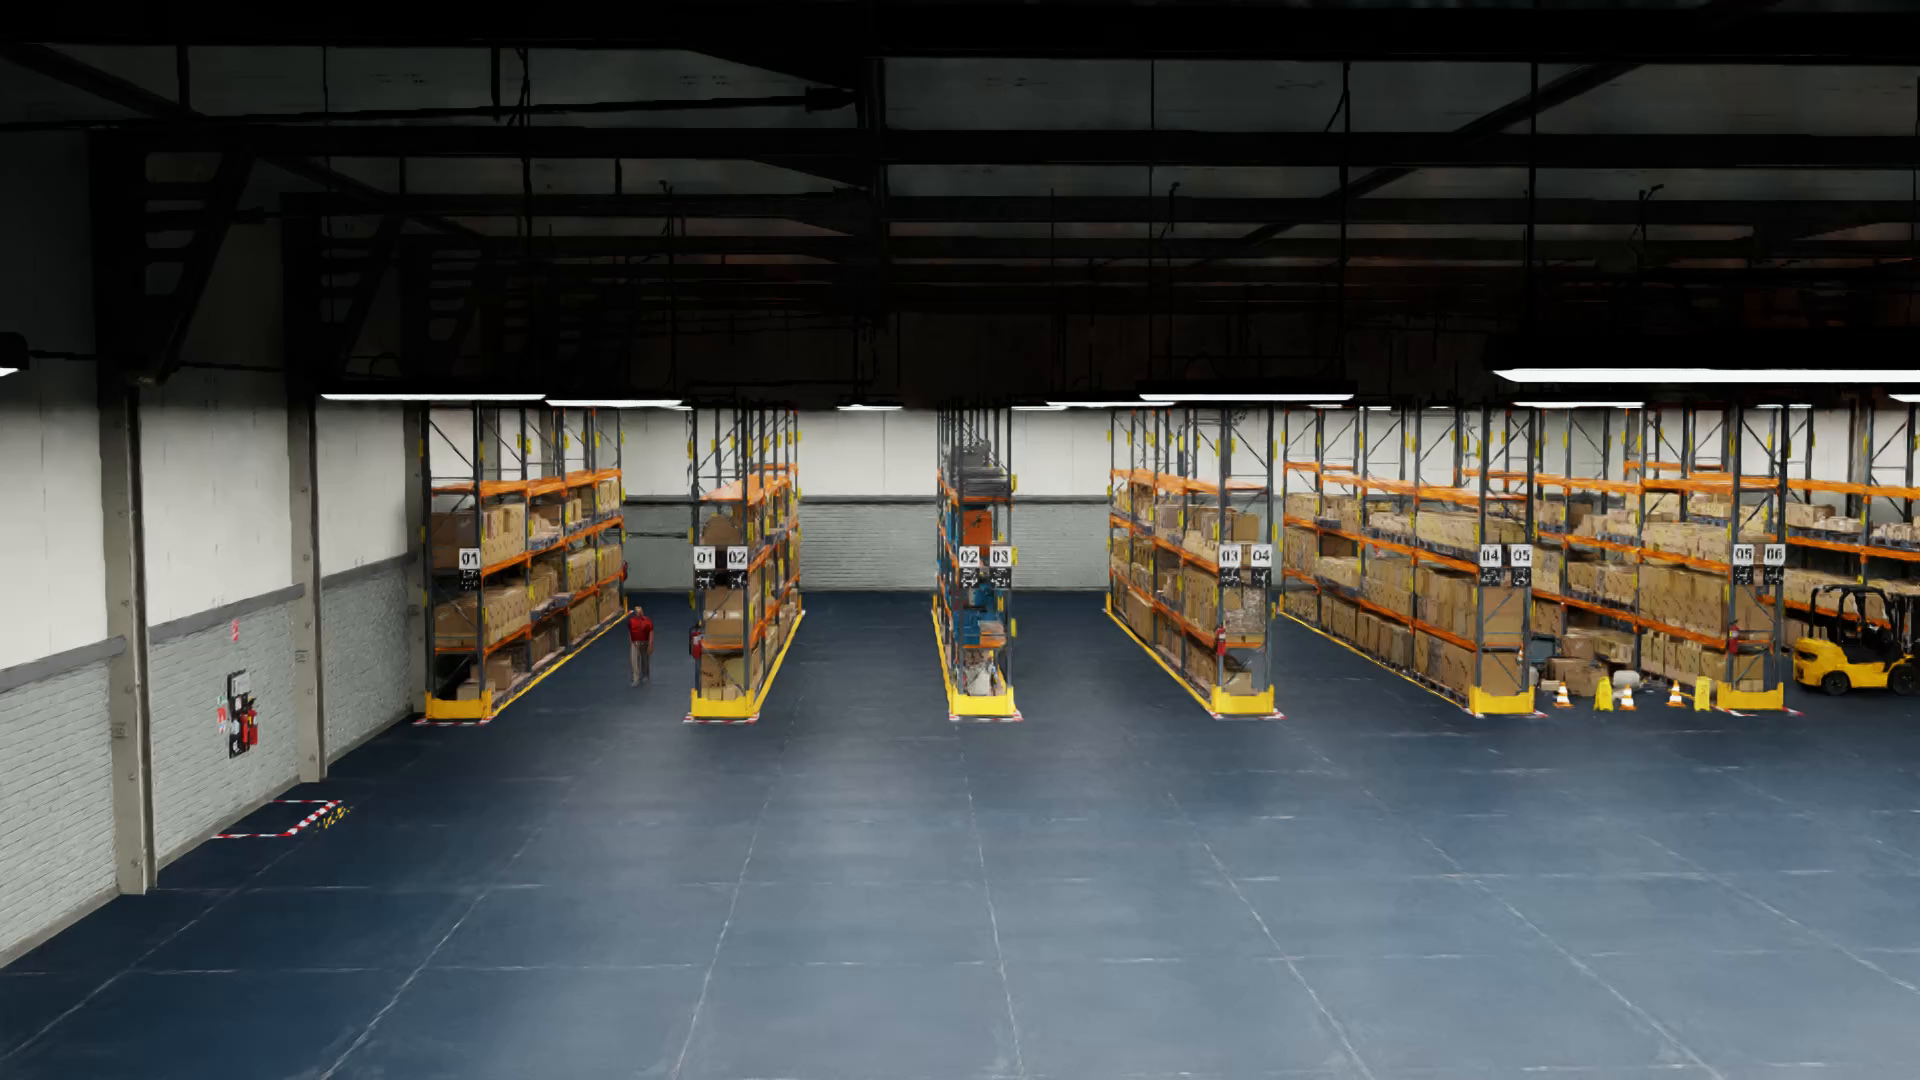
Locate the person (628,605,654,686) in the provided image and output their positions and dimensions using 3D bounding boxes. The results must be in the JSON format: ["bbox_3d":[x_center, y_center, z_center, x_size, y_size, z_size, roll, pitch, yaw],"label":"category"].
[{"bbox_3d":[-6.685,2.192,34.844,0.554,1.669,1.040,0,4,-4],"label":"person"}]

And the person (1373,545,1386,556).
[{"bbox_3d":[12.672,0.961,50.259,0.711,1.785,0.554,-3,5,-31],"label":"person"}]

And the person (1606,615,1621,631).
[{"bbox_3d":[16.767,1.507,42.876,0.577,1.783,0.662,2,5,27],"label":"person"}]
